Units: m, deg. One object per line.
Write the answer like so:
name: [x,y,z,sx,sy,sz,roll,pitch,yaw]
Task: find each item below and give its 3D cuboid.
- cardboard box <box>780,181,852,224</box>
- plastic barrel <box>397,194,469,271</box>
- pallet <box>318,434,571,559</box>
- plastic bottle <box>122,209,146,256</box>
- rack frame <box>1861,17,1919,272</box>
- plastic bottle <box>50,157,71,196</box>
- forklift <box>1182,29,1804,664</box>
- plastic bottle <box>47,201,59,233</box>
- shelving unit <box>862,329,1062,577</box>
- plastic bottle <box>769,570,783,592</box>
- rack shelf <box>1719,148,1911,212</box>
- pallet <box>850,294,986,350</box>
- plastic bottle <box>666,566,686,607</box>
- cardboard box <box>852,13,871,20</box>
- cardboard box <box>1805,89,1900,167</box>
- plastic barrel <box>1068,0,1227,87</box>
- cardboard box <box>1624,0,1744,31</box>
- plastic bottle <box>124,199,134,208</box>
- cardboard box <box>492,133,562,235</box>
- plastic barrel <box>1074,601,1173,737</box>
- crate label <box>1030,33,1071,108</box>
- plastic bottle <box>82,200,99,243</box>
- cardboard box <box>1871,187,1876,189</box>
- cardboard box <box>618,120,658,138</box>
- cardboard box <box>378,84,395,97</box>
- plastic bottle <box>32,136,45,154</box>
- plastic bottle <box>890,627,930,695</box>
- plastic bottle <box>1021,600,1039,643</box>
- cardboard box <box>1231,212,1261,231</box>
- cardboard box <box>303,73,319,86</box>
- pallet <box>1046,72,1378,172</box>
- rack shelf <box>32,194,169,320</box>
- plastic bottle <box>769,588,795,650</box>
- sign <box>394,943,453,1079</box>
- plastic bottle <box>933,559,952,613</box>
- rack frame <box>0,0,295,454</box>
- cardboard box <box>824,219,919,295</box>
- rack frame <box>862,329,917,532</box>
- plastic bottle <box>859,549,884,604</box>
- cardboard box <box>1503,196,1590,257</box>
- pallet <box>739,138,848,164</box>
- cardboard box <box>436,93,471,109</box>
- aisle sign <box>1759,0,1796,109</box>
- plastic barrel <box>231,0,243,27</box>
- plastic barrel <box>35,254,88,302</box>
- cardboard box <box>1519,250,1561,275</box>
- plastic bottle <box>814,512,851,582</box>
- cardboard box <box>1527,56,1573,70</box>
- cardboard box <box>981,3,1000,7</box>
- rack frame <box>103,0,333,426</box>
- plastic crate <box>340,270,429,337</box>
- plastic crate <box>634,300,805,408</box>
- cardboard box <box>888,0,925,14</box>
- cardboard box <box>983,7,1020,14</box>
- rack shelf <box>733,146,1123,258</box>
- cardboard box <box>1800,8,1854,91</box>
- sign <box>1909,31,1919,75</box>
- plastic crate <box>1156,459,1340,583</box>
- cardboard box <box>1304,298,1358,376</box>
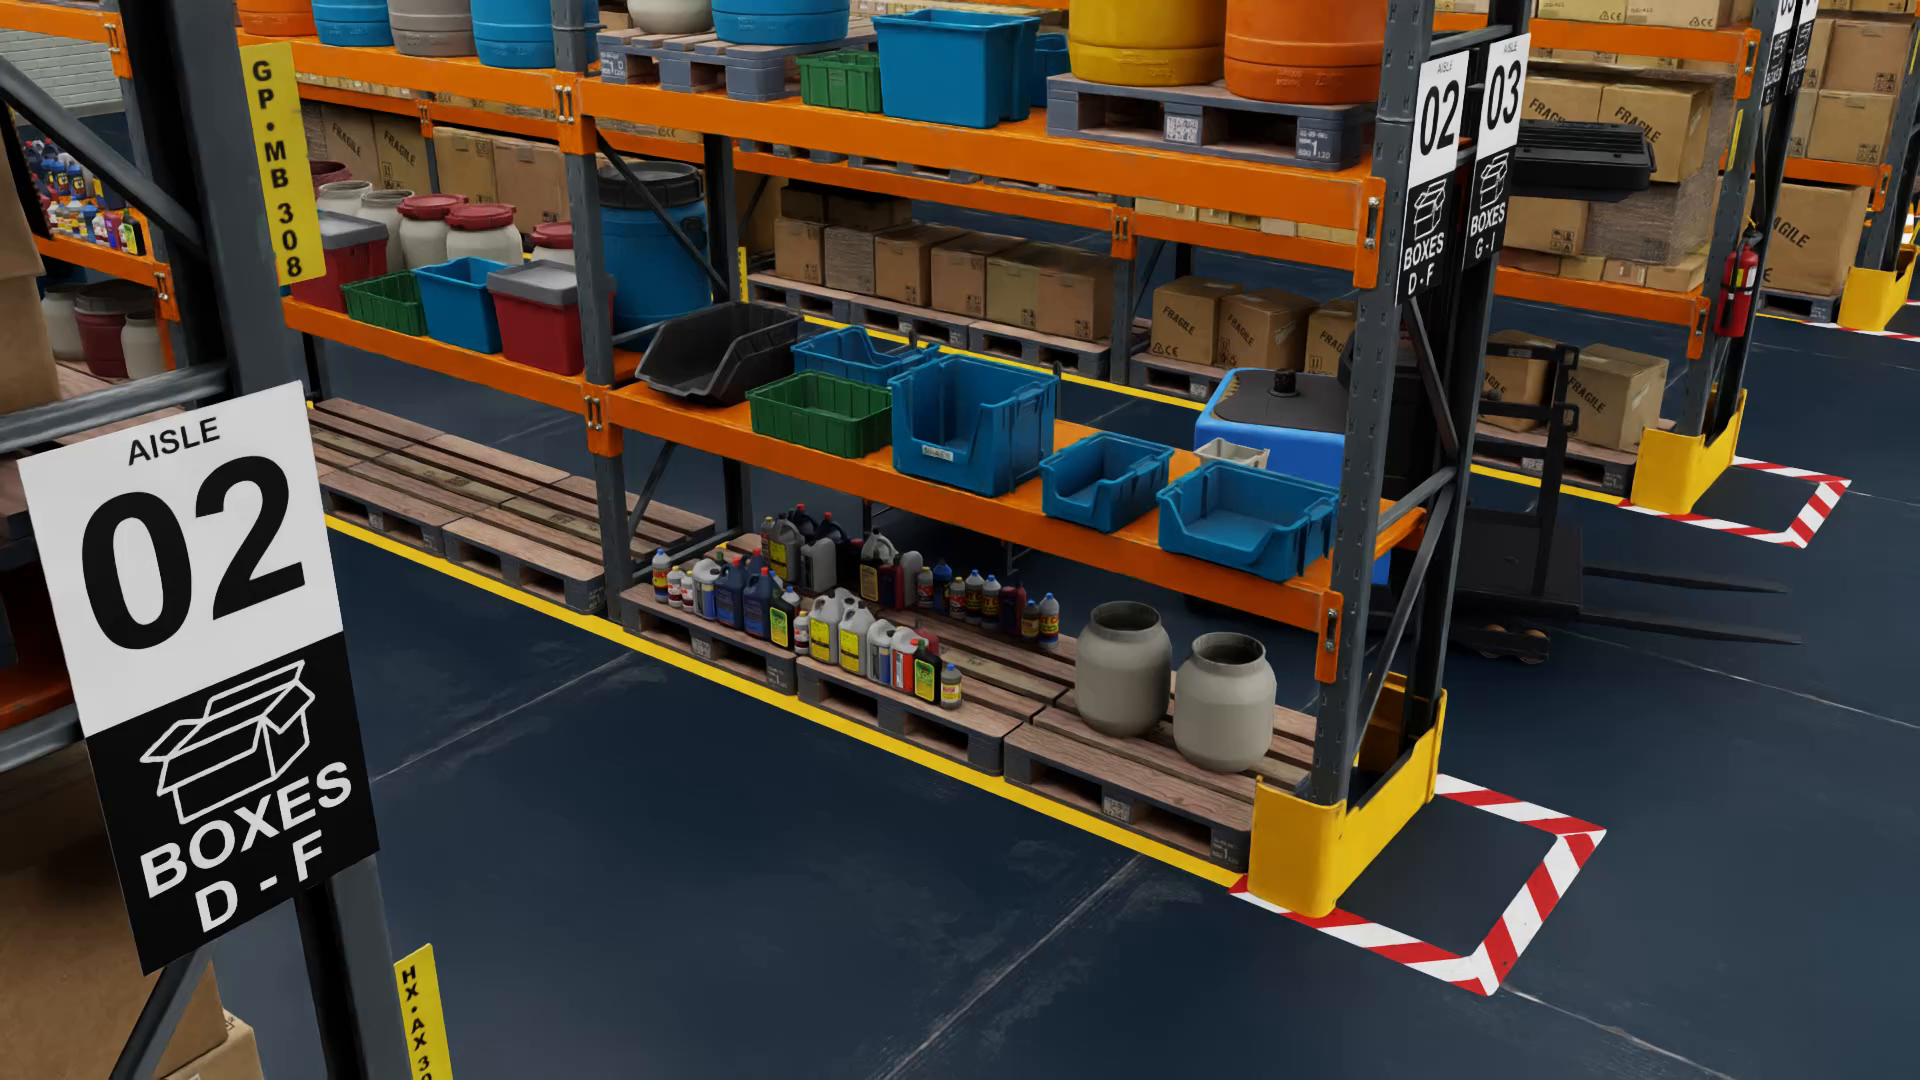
cardboard box: [-1.185,-2.907,14.251,0.500,0.250,0.500,18,30,35]
plastic barrel: [-3.077,-1.740,9.809,0.433,0.535,0.433,0,24,0]
pallet: [-3.141,-0.289,10.145,1.213,0.211,1.003,17,29,33]
plastic bottle: [-5.290,-1.967,10.639,0.133,0.283,0.061,17,29,33]
rack frame: [7.718,-3.300,13.519,0.127,3.000,1.000,17,29,33]
plastic bottle: [-6.658,-2.690,12.295,0.097,0.271,0.097,0,24,0]
forklift: [2.767,-0.961,8.296,3.031,2.935,1.130,8,25,17]
plastic bottle: [-6.101,-2.184,11.233,0.097,0.201,0.097,0,24,0]
shelving unit: [-0.005,-0.516,9.527,1.048,1.125,0.538,17,29,33]
plastic bottle: [-0.924,0.279,8.234,0.097,0.271,0.097,0,24,0]
rack shelf: [6.117,-3.454,14.762,4.000,0.370,1.077,17,29,33]
pallet: [-0.143,-1.898,13.795,1.213,0.211,1.003,17,29,33]
plastic bottle: [-1.436,0.229,8.435,0.097,0.201,0.097,0,24,0]
cardboard box: [-1.004,-5.920,18.887,0.250,0.149,0.380,18,30,35]
cardboard box: [7.394,-3.444,13.659,0.550,0.550,0.875,17,29,33]
plastic barrel: [0.703,-2.012,6.121,0.600,0.588,0.600,0,24,0]
cardboard box: [4.124,-3.063,9.446,0.500,0.250,0.500,18,29,34]
plastic bottle: [-5.972,-2.548,11.967,0.135,0.276,0.152,17,29,33]
cardboard box: [-3.701,-3.482,16.046,0.875,0.875,1.225,16,28,32]
plastic barrel: [0.718,0.565,7.313,0.421,0.512,0.421,0,24,0]
crate label: [0.392,-1.990,7.010,0.408,0.251,0.502,17,29,33]
plastic bottle: [-5.711,-2.098,10.952,0.097,0.271,0.097,0,24,0]
cardboard box: [9.778,-3.970,17.929,0.500,0.250,0.500,17,29,33]
cardboard box: [-2.678,-3.866,14.680,0.500,0.500,0.500,17,29,33]
cardboard box: [-5.587,-4.541,16.648,0.250,0.149,0.380,17,29,34]
plastic bottle: [-6.979,-2.888,12.647,0.185,0.351,0.144,17,29,33]
plastic bottle: [-0.226,0.547,7.621,0.135,0.276,0.152,17,29,34]
plastic bottle: [0.345,0.389,8.071,0.097,0.201,0.097,0,24,0]
cardboard box: [2.068,-2.254,11.456,0.250,0.149,0.380,17,29,33]
cardboard box: [-6.612,-4.851,17.352,0.250,0.149,0.380,17,29,34]
pallet: [1.088,-1.644,6.275,1.213,0.211,1.003,17,29,33]
rack shelf: [-6.310,-2.215,11.949,4.000,0.370,1.077,17,29,33]
plastic bottle: [-0.854,0.377,7.998,0.133,0.283,0.061,18,30,36]
sign: [-0.945,0.861,2.903,0.005,0.325,0.100,17,29,33]
plastic bottle: [-0.089,0.226,8.354,0.097,0.271,0.097,0,24,0]
rack frame: [-1.282,-1.274,1.481,0.127,3.000,1.000,17,29,33]
cardboard box: [-0.740,-2.430,14.100,0.500,0.500,0.700,14,27,29]
rack frame: [-0.412,-0.639,9.806,0.032,1.125,0.500,17,29,33]
plastic bottle: [-0.450,0.175,8.456,0.133,0.283,0.061,17,29,33]
cardboard box: [3.766,-2.130,10.371,0.500,0.500,0.875,17,29,33]
pallet: [-1.105,-3.433,14.059,1.003,0.211,1.213,17,29,33]
cardboard box: [-4.722,-4.480,16.073,0.500,0.500,0.500,17,29,33]
aisle sign: [4.532,-2.802,9.165,0.004,0.787,0.394,17,29,33]
plastic barrel: [-4.183,-3.394,9.391,0.600,0.901,0.600,0,24,0]
plastic barrel: [-6.919,-1.951,12.540,0.708,0.901,0.600,17,29,33]
cardboard box: [3.689,-1.781,10.384,0.250,0.149,0.380,17,29,33]
plastic bottle: [-0.667,0.027,8.709,0.185,0.351,0.144,15,28,31]
cardboard box: [3.589,-2.828,10.715,0.500,0.500,0.500,17,29,33]
cardboard box: [0.441,-5.947,18.580,0.250,0.149,0.380,15,28,31]
rack frame: [-4.710,-2.060,10.706,0.127,3.000,1.000,17,29,33]
plastic crate: [-3.072,-1.326,9.303,0.662,0.188,0.450,17,29,33]
plastic crate: [-1.167,-0.897,8.143,0.504,0.338,0.767,17,29,33]
cardboard box: [-0.592,-5.931,18.544,0.250,0.149,0.380,18,29,35]
cardboard box: [0.449,-5.616,17.829,0.250,0.149,0.380,16,29,33]
rack shelf: [-0.139,-2.846,13.381,4.000,0.370,1.077,17,29,33]
cardboard box: [6.949,-4.068,13.737,0.550,0.550,0.875,17,29,33]
sign: [7.381,-3.766,12.848,0.005,0.325,0.100,17,29,33]
plastic crate: [1.112,-0.082,6.401,0.616,0.251,0.499,17,29,33]
cardboard box: [2.764,-1.369,11.716,0.500,0.500,0.500,14,27,29]
